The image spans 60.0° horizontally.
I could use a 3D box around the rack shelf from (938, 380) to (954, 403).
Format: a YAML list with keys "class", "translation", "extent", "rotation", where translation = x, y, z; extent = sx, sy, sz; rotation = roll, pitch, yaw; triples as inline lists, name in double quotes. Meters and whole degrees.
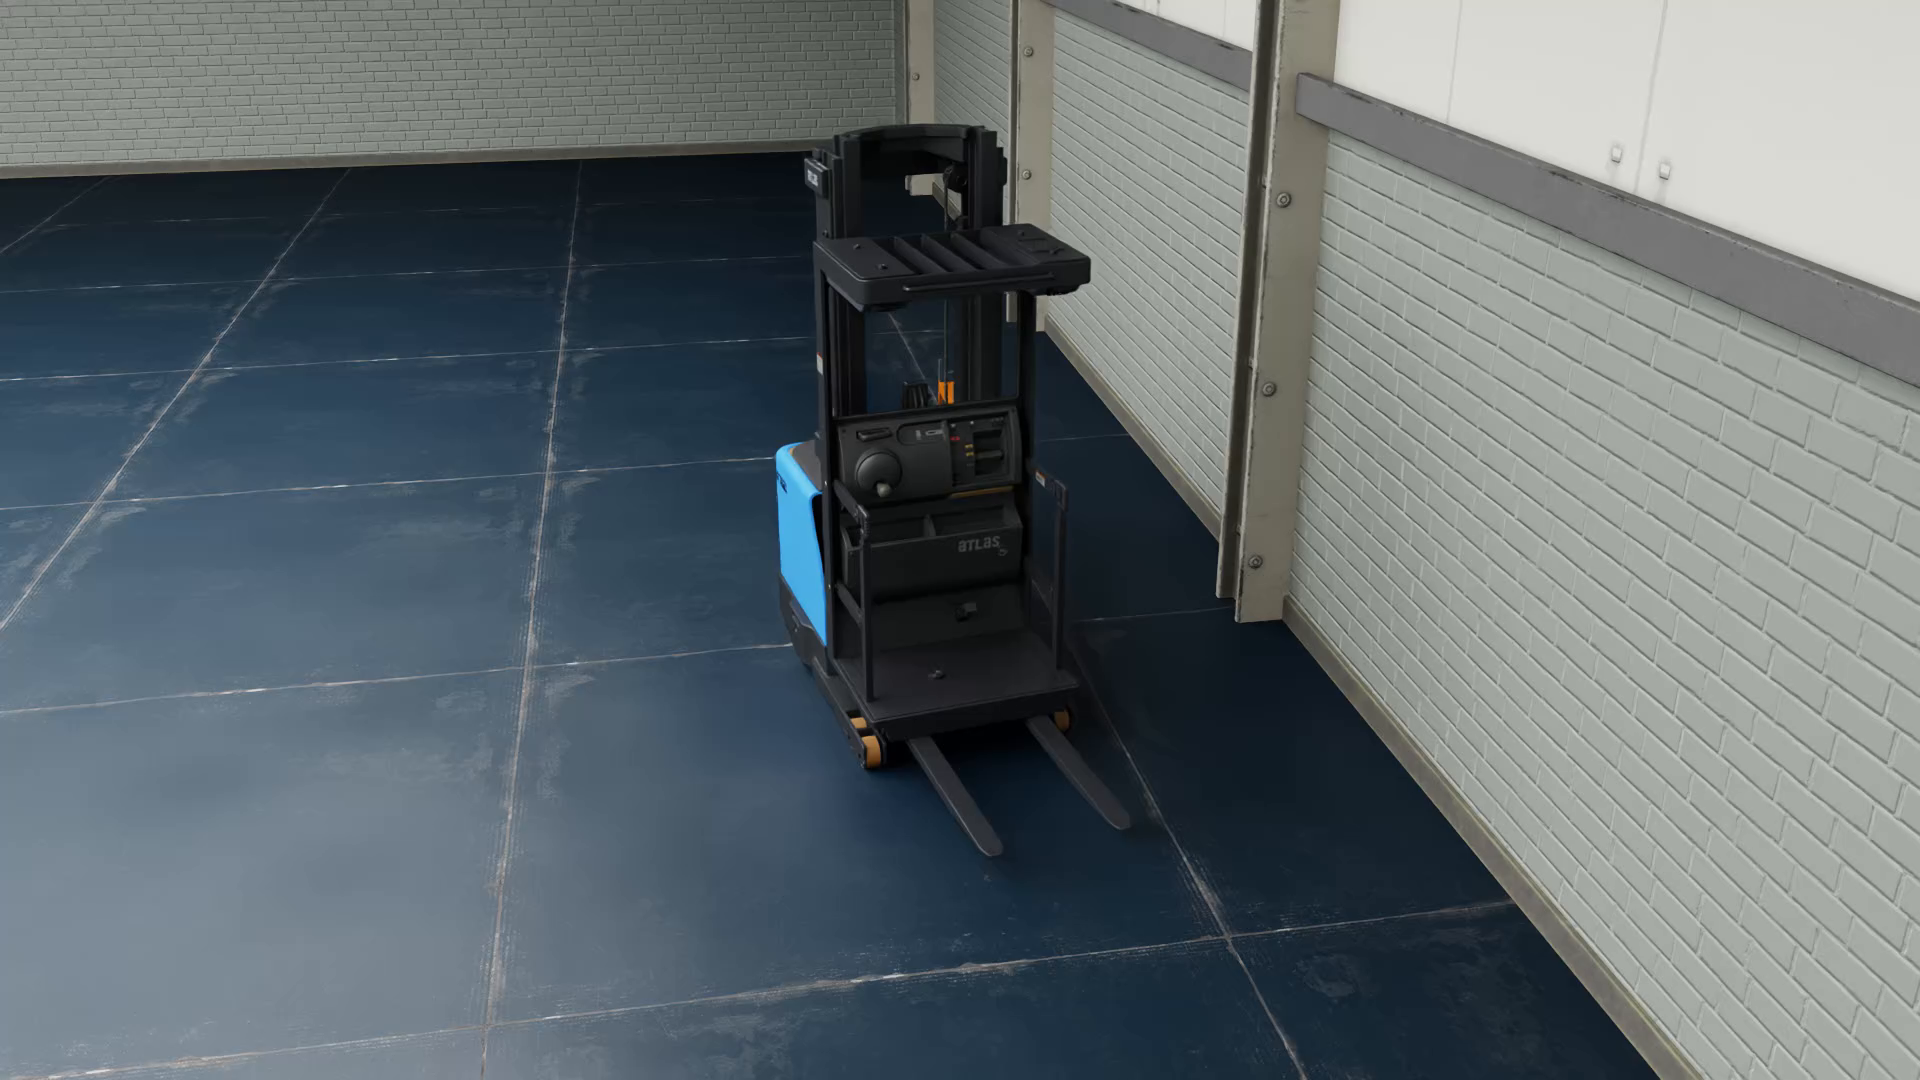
- class: "rack shelf"
  translation: [0.031, -0.845, 10.204]
  extent: [0.258, 0.148, 0.480]
  rotation: [-4, 24, -10]

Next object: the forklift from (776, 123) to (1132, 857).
- class: "forklift"
  translation: [-0.068, -0.403, 8.010]
  extent: [1.130, 2.935, 3.031]
  rotation: [-8, 25, -18]

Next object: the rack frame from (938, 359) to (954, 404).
- class: "rack frame"
  translation: [-0.015, -0.581, 10.581]
  extent: [0.240, 1.200, 0.015]
  rotation: [-4, 24, -10]

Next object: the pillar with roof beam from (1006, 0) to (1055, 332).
- class: "pillar with roof beam"
  translation: [-3.615, -5.774, 12.726]
  extent: [9.100, 9.000, 0.400]
  rotation: [-4, 24, -10]

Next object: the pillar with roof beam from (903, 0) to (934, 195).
- class: "pillar with roof beam"
  translation: [-4.725, -8.134, 18.130]
  extent: [9.100, 9.000, 0.400]
  rotation: [-4, 24, -10]

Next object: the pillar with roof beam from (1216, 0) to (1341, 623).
- class: "pillar with roof beam"
  translation: [-2.506, -3.414, 7.323]
  extent: [9.100, 9.000, 0.400]
  rotation: [-4, 24, -10]

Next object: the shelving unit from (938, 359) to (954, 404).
- class: "shelving unit"
  translation: [0.031, -0.485, 10.361]
  extent: [0.258, 1.200, 0.503]
  rotation: [-4, 24, -10]
